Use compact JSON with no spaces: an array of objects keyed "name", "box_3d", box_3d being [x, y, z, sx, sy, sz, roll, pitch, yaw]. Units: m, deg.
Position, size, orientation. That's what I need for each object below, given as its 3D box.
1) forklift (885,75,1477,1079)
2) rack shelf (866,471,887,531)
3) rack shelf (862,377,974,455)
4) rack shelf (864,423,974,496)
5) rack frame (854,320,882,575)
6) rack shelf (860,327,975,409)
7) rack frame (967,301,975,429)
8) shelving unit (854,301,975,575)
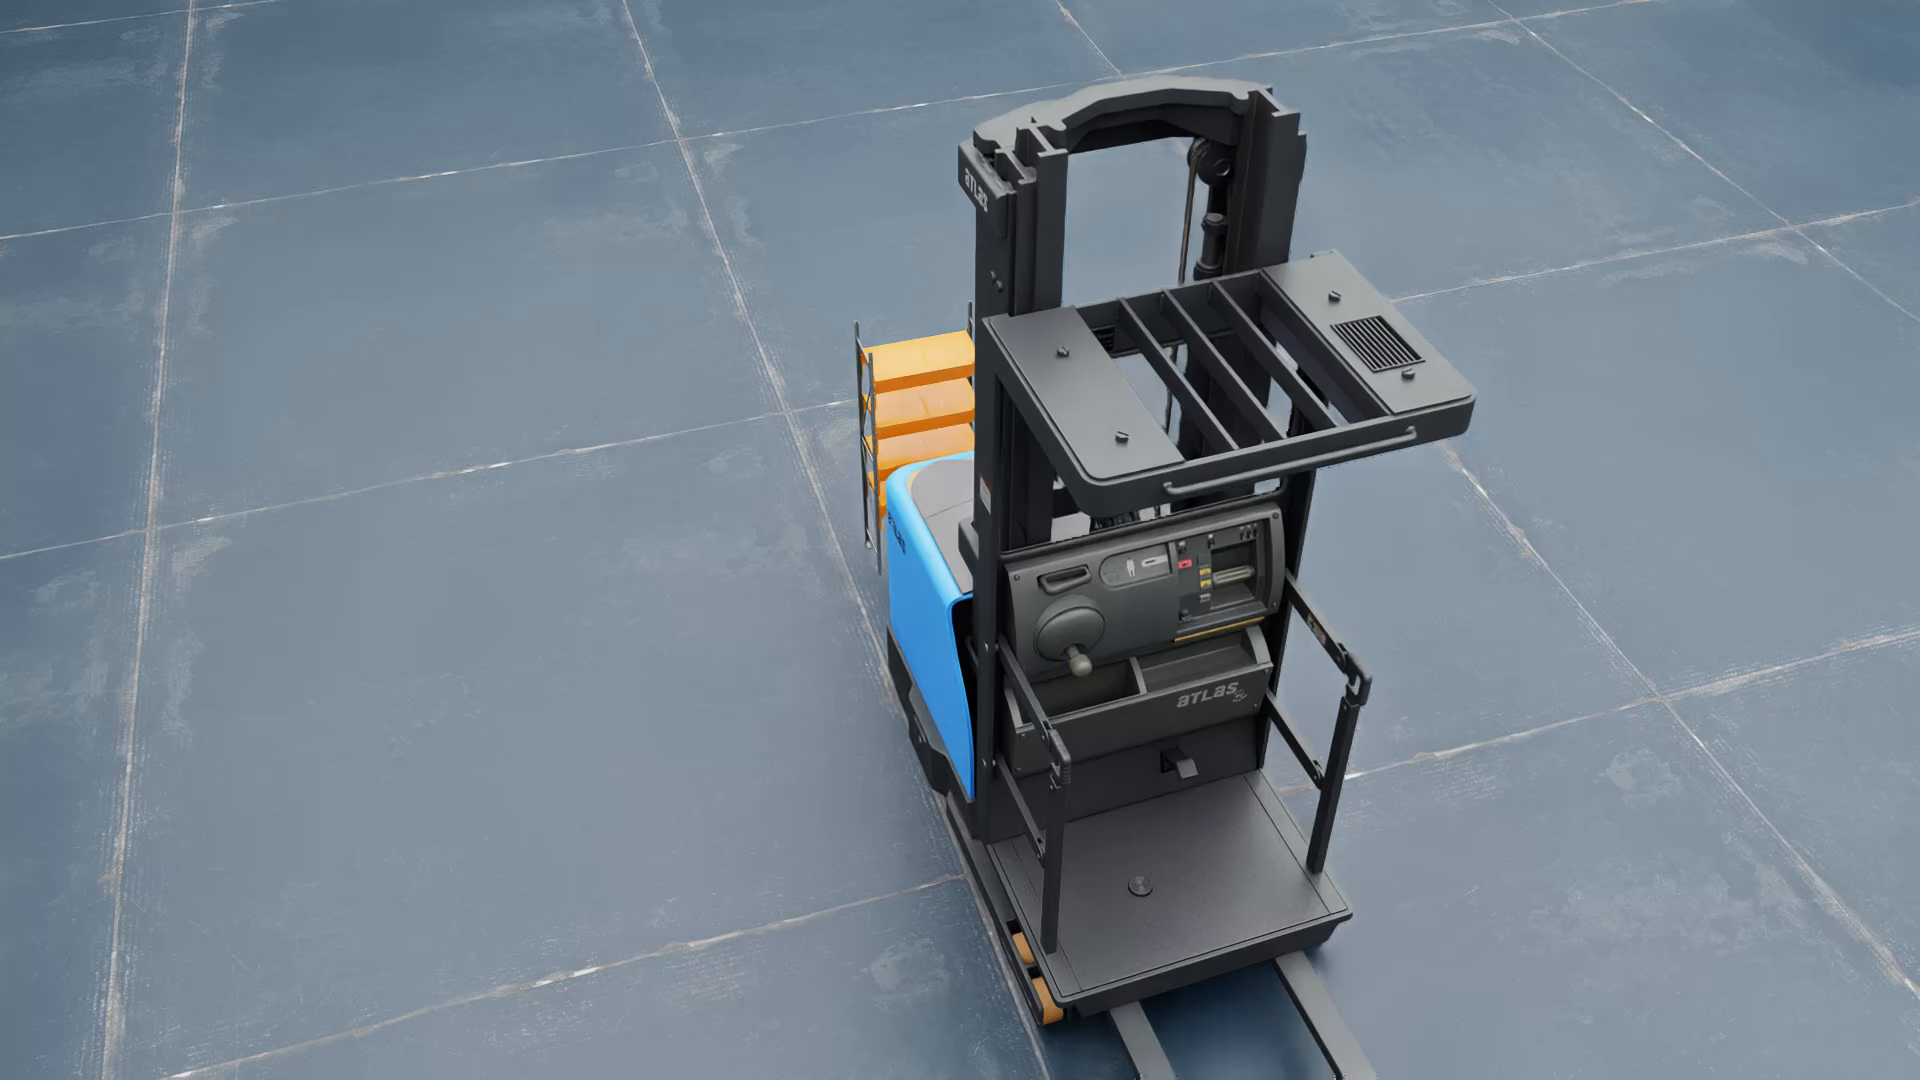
[{"name":"forklift","box_3d":[0.670,0.244,5.092,1.130,2.935,3.031,-13,43,-14]},{"name":"rack shelf","box_3d":[-0.158,-0.219,7.342,0.480,0.148,0.258,-12,42,-13]},{"name":"rack shelf","box_3d":[-0.158,-0.537,7.064,0.480,0.148,0.258,-12,42,-13]},{"name":"rack shelf","box_3d":[-0.158,-0.368,7.212,0.480,0.148,0.258,-12,42,-13]},{"name":"rack frame","box_3d":[-0.391,-0.371,7.112,0.015,1.200,0.240,-12,42,-13]},{"name":"rack shelf","box_3d":[-0.158,-0.715,6.909,0.480,0.148,0.258,-12,42,-13]},{"name":"rack frame","box_3d":[0.075,-0.467,7.223,0.015,1.200,0.240,-12,42,-13]},{"name":"shelving unit","box_3d":[-0.158,-0.419,7.167,0.503,1.200,0.258,-12,42,-13]}]
